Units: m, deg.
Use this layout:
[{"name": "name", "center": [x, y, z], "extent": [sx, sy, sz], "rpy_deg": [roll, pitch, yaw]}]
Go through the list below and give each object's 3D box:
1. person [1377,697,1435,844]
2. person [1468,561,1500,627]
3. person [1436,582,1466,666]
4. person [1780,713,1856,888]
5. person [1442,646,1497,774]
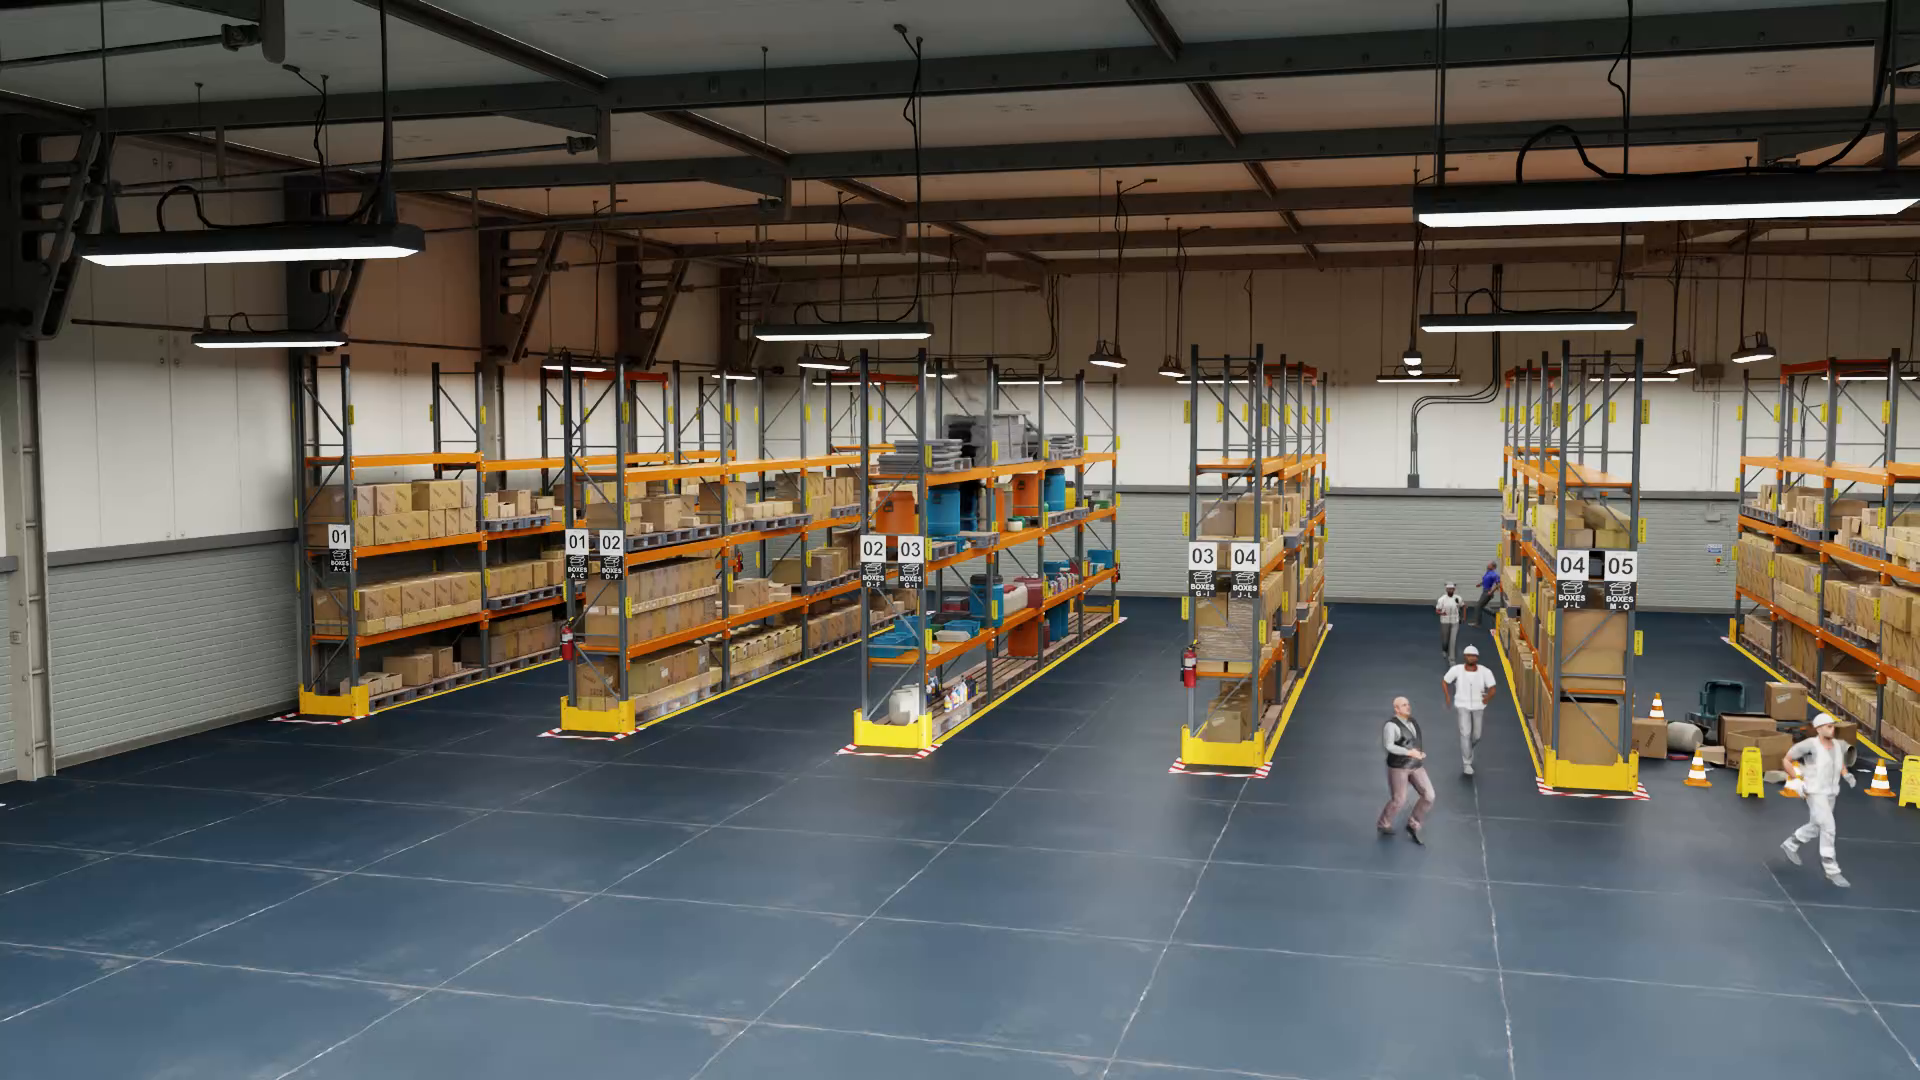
[{"name": "person", "center": [5.237, 2.704, 19.542], "extent": [0.662, 1.737, 0.726], "rpy_deg": [-3, 5, -30]}, {"name": "person", "center": [12.366, 1.332, 39.054], "extent": [0.753, 1.479, 0.638], "rpy_deg": [1, 4, 8]}, {"name": "person", "center": [9.787, 1.647, 33.164], "extent": [0.594, 1.641, 1.044], "rpy_deg": [1, 4, 16]}, {"name": "person", "center": [9.294, 2.758, 17.997], "extent": [0.658, 1.799, 0.935], "rpy_deg": [-2, 5, -24]}, {"name": "person", "center": [7.185, 2.358, 23.459], "extent": [0.726, 1.751, 0.904], "rpy_deg": [1, 4, 8]}]
